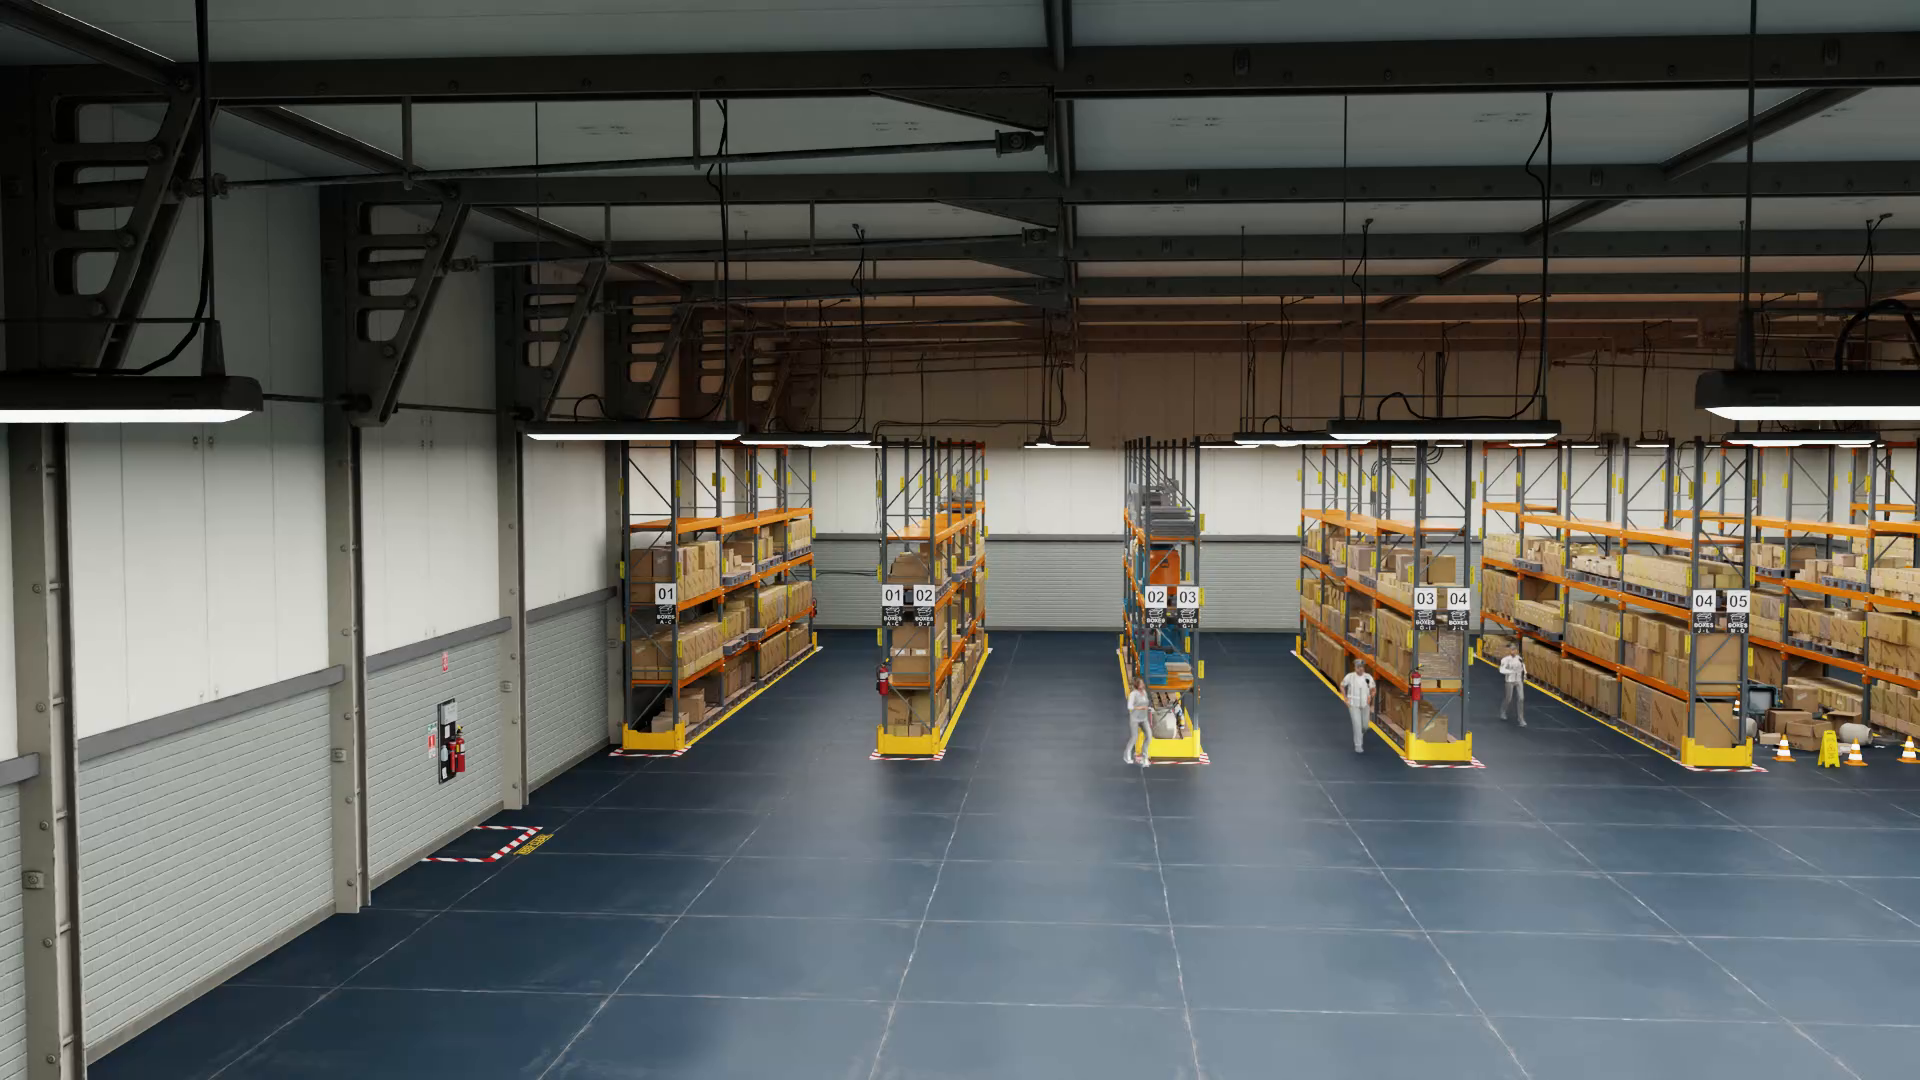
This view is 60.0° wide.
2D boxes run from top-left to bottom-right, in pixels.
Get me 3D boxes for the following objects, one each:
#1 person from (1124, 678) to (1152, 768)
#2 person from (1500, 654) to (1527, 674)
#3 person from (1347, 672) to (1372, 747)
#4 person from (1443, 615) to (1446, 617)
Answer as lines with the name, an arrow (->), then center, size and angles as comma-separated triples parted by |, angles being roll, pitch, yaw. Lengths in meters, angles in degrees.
person -> 3.245, 3.316, 30.160 | 0.499, 1.652, 0.630 | -2, 4, -35
person -> 11.638, 2.650, 34.948 | 0.621, 0.494, 0.506 | 0, 3, -1
person -> 7.630, 3.231, 31.845 | 0.456, 1.424, 0.617 | 0, 3, 1
person -> 13.072, 2.488, 44.731 | 0.574, 1.737, 0.790 | 1, 3, 16
